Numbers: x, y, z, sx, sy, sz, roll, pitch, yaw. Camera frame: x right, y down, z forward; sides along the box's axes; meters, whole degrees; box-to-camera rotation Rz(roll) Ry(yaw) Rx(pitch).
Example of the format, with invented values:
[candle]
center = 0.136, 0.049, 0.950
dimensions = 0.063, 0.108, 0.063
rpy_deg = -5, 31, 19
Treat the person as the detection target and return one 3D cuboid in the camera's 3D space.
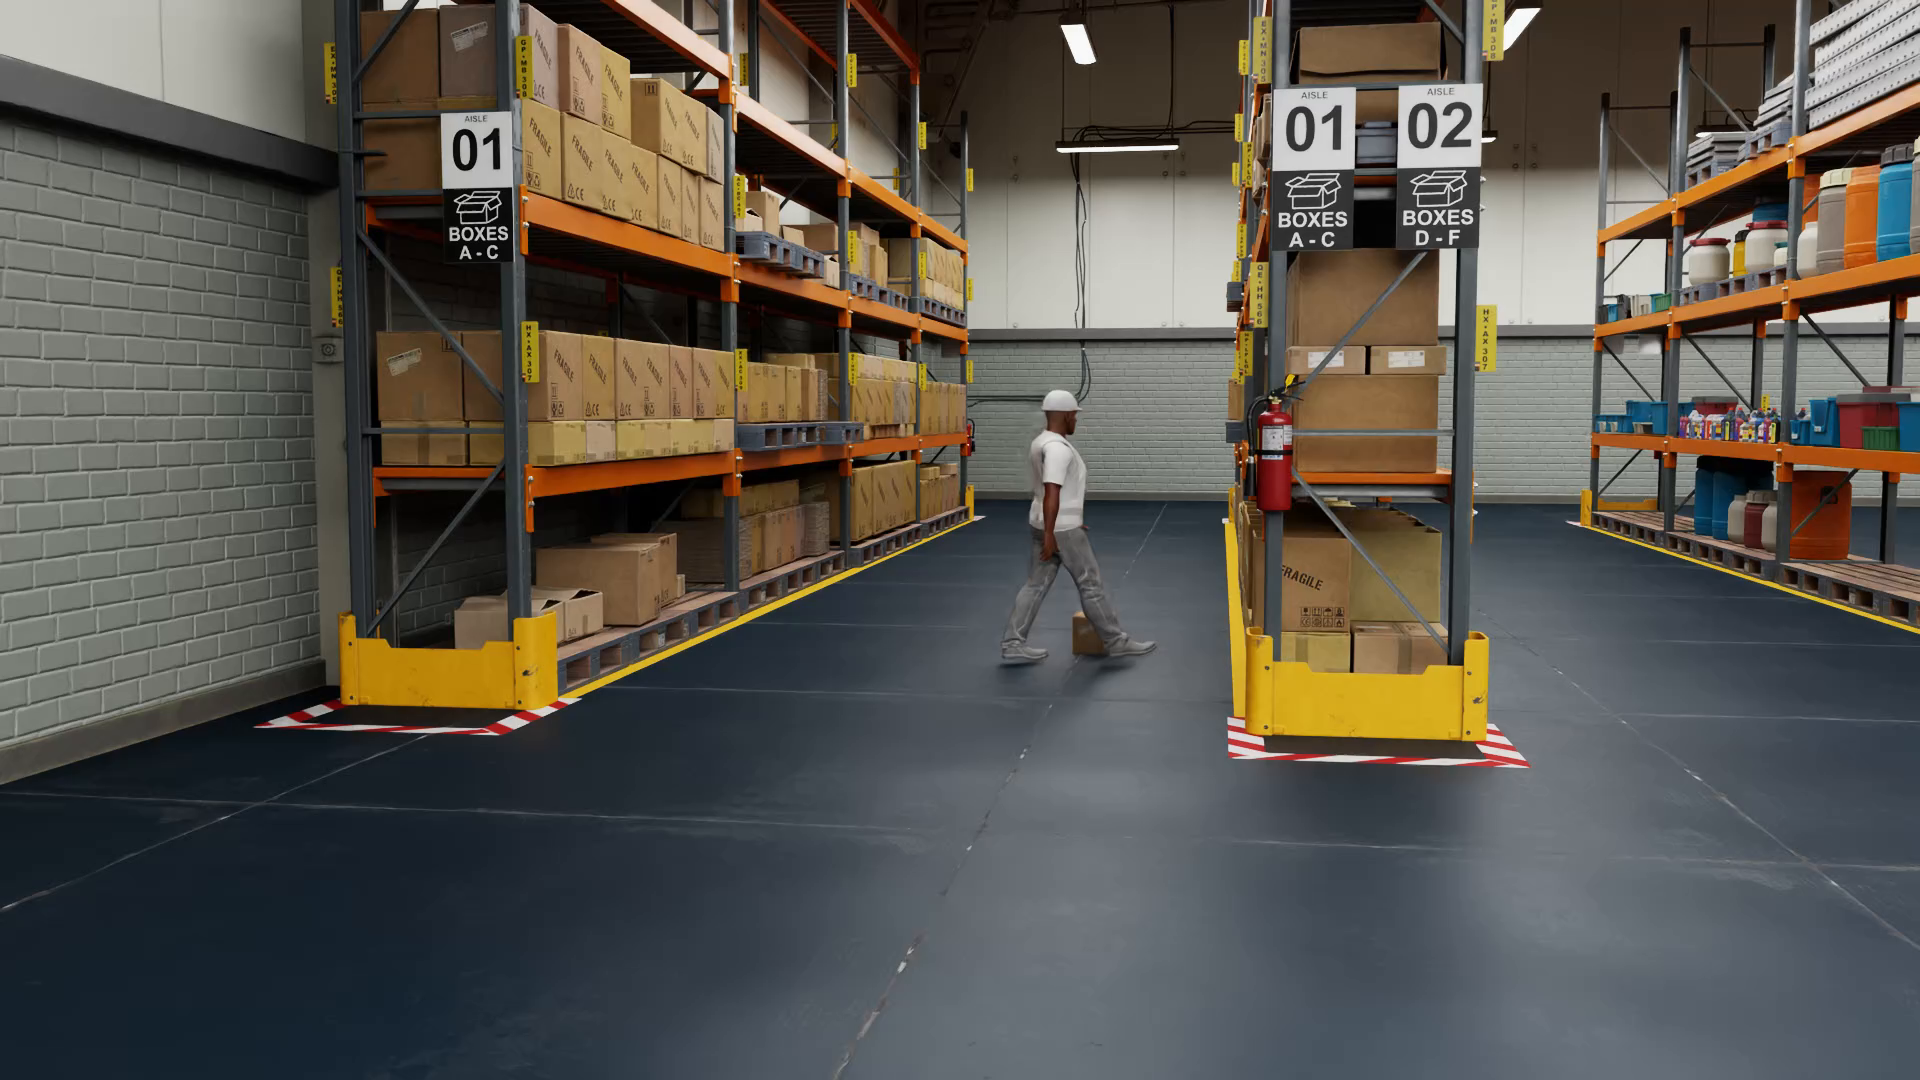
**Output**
[person]
center = 0.747, -0.094, 10.628
dimensions = 0.975, 1.720, 0.605
rpy_deg = -1, 5, -13
